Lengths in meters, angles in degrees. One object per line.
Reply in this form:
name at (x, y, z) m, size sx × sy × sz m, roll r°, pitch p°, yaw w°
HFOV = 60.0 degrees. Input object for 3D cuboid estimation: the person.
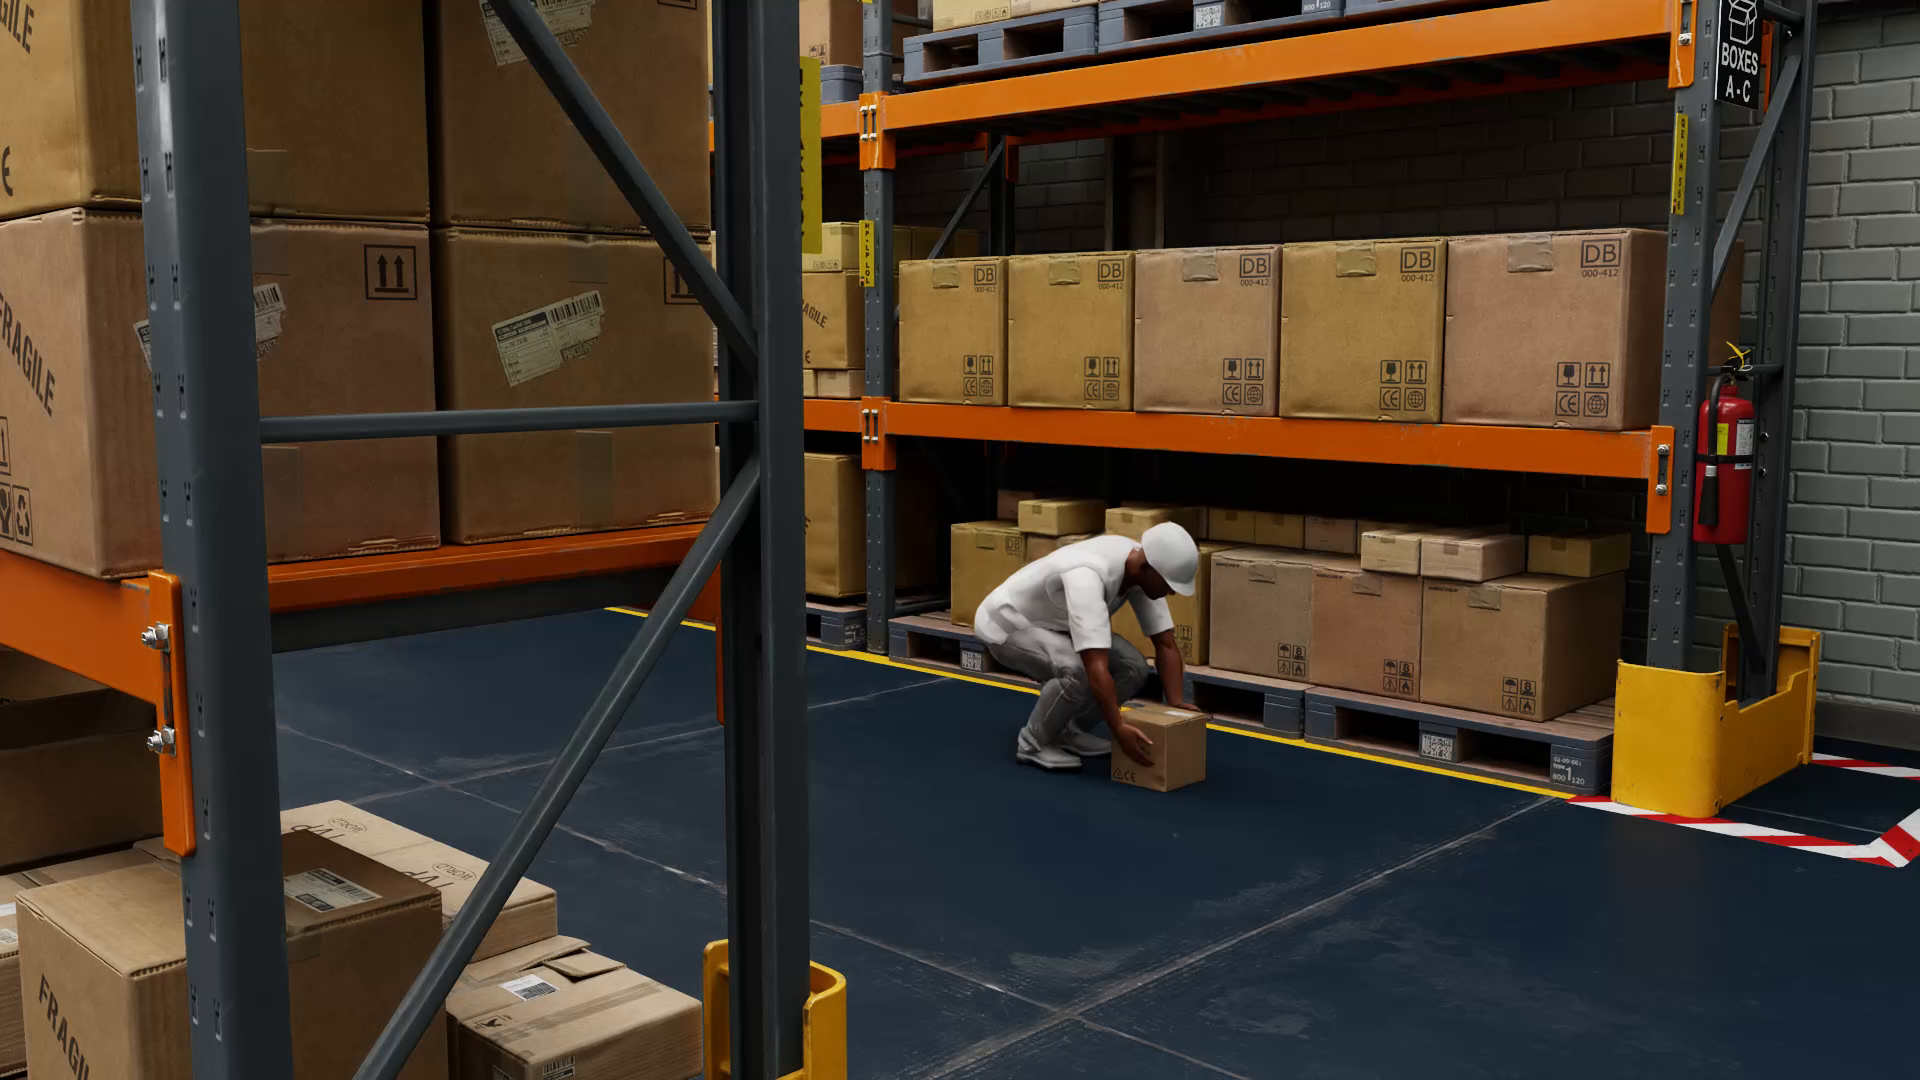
person at (0.504, 0.385, 6.365) m, size 0.895 × 0.957 × 0.576 m, roll 6°, pitch 9°, yaw 42°
